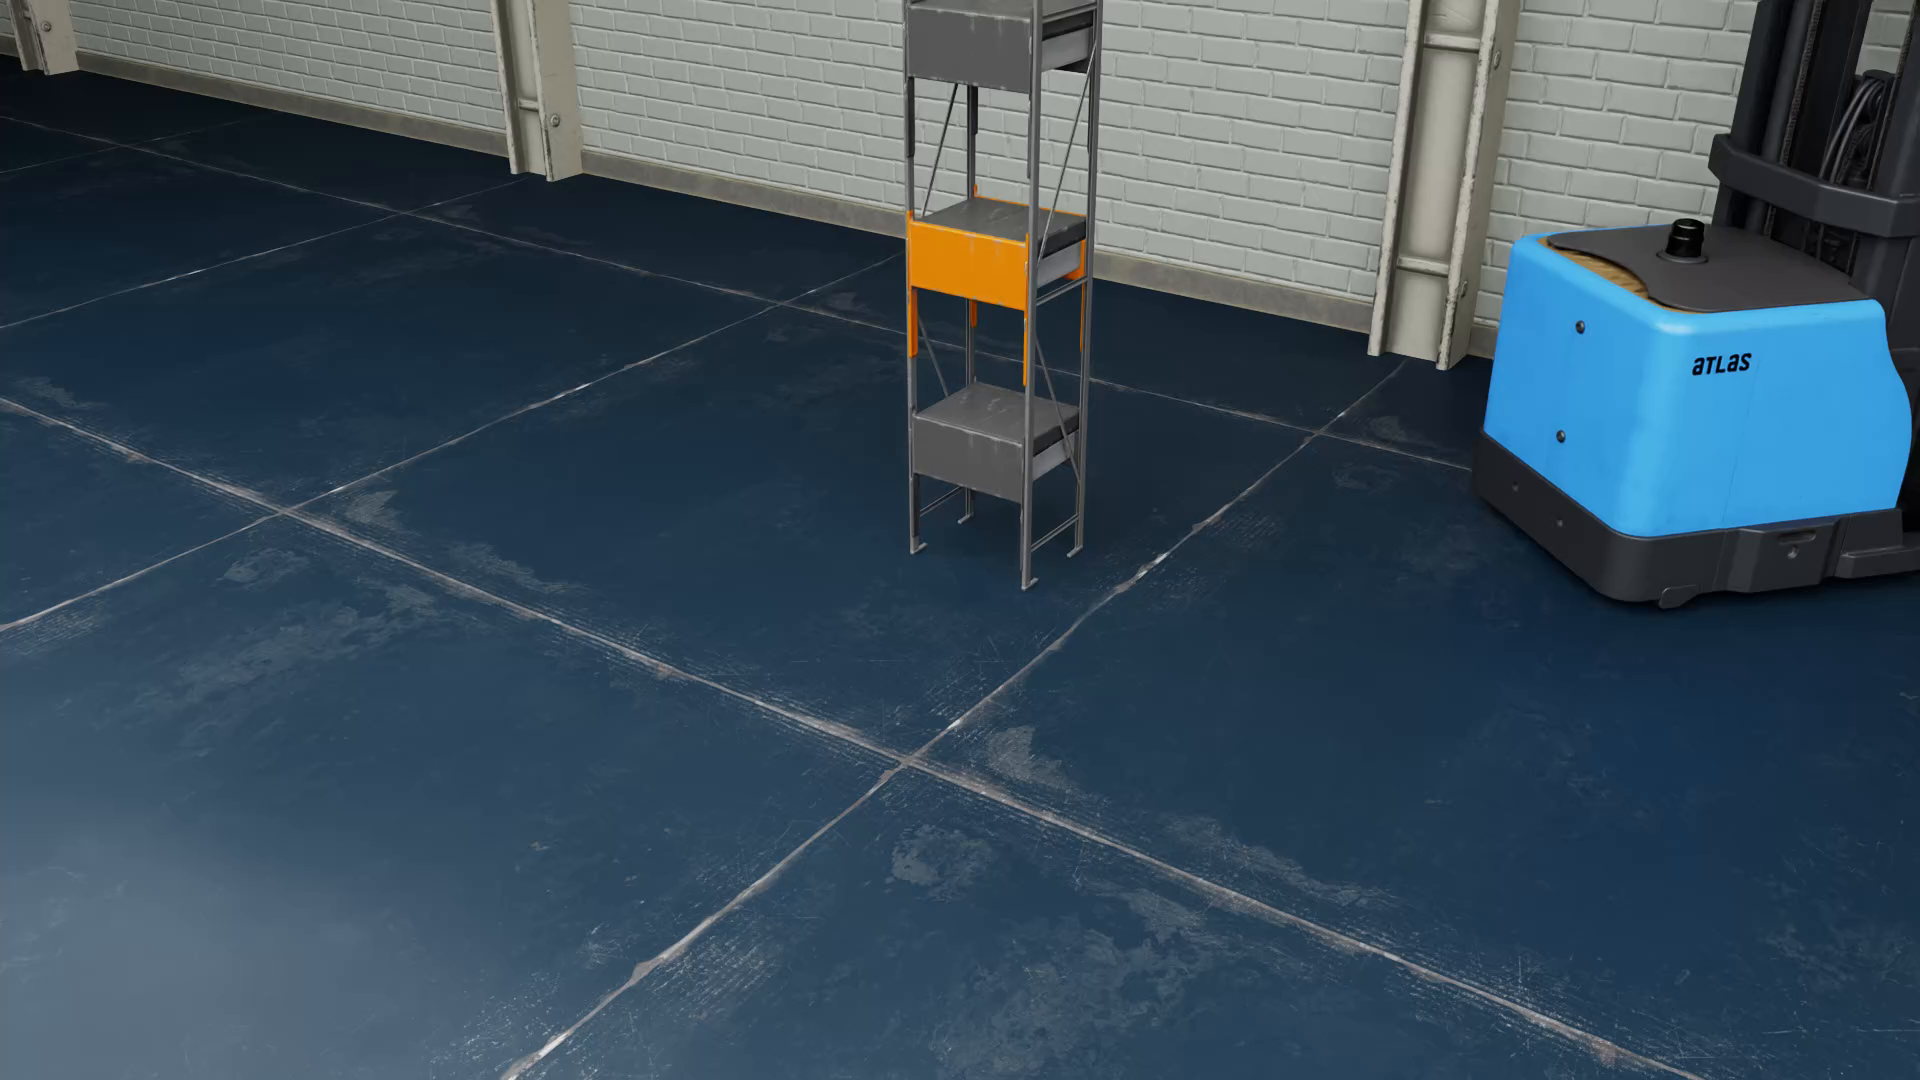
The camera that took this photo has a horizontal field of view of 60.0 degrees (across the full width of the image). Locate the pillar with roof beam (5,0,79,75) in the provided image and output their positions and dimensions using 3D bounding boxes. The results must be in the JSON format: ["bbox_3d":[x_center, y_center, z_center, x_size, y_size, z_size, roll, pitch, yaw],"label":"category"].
[{"bbox_3d":[-10.118,-6.385,8.875,0.400,9.000,9.100,17,32,30],"label":"pillar with roof beam"}]

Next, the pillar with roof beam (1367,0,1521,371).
[{"bbox_3d":[-0.226,-3.304,2.820,0.400,9.000,9.100,17,32,30],"label":"pillar with roof beam"}]

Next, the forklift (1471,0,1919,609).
[{"bbox_3d":[3.571,-1.413,5.795,3.031,2.935,1.130,-6,28,-12],"label":"forklift"}]

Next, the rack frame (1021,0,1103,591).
[{"bbox_3d":[0.338,-0.831,5.567,0.015,2.100,0.400,17,32,30],"label":"rack frame"}]

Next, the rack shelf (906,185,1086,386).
[{"bbox_3d":[0.136,-0.881,5.696,0.480,0.518,0.431,17,32,30],"label":"rack shelf"}]

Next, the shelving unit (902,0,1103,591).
[{"bbox_3d":[0.136,-0.893,5.690,0.503,2.100,0.431,17,32,30],"label":"shelving unit"}]

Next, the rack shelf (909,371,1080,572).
[{"bbox_3d":[0.136,-0.257,6.014,0.480,0.518,0.431,17,32,30],"label":"rack shelf"}]

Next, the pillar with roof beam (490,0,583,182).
[{"bbox_3d":[-5.172,-4.844,5.847,0.400,9.000,9.100,17,32,30],"label":"pillar with roof beam"}]

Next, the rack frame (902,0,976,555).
[{"bbox_3d":[-0.065,-0.956,5.813,0.015,2.100,0.400,17,32,30],"label":"rack frame"}]

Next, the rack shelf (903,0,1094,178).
[{"bbox_3d":[0.136,-1.505,5.379,0.480,0.518,0.431,17,32,30],"label":"rack shelf"}]
